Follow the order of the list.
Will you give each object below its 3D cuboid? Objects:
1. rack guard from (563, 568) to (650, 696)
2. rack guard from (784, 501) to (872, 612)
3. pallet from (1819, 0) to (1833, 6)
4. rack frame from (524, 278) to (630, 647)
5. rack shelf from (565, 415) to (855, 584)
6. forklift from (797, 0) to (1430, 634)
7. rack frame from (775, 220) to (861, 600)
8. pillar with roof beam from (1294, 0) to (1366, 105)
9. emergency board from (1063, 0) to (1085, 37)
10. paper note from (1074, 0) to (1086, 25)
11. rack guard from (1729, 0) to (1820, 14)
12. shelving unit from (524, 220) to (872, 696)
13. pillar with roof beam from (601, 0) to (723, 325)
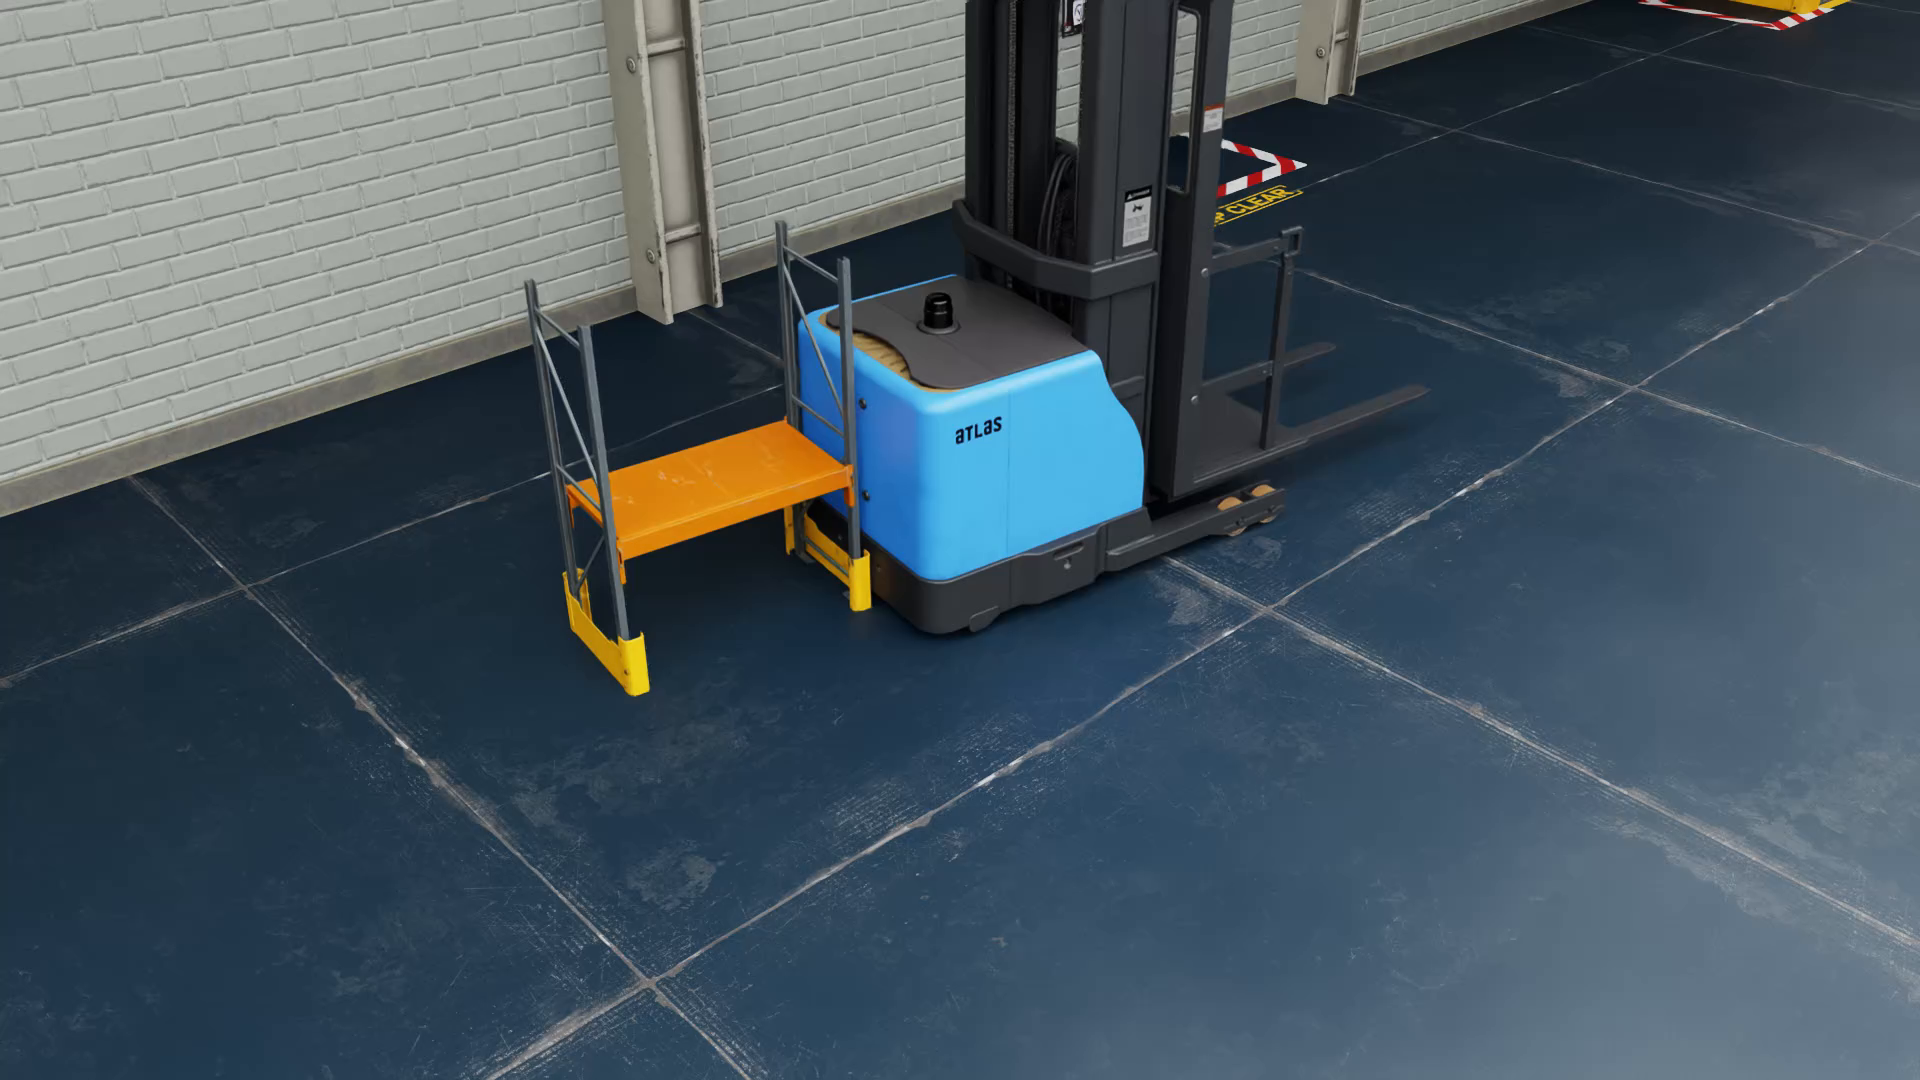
[{"bbox_3d":[-1.372,0.351,6.436,0.087,0.250,0.587,-20,37,-29],"label":"rack guard"},{"bbox_3d":[-0.555,0.054,6.923,0.087,0.250,0.587,-20,37,-29],"label":"rack guard"},{"bbox_3d":[7.963,-5.388,15.858,1.213,0.211,1.003,-26,40,-35],"label":"pallet"},{"bbox_3d":[-1.388,-0.176,6.101,0.032,1.500,0.500,-20,37,-29],"label":"rack frame"},{"bbox_3d":[-0.971,-0.175,6.443,1.000,0.185,0.538,-20,37,-29],"label":"rack shelf"},{"bbox_3d":[0.832,-1.475,6.852,3.031,2.935,1.130,-20,37,-29],"label":"forklift"},{"bbox_3d":[-0.554,-0.480,6.597,0.032,1.500,0.500,-20,37,-29],"label":"rack frame"},{"bbox_3d":[5.740,-5.639,7.846,0.400,9.000,9.100,-26,40,-35],"label":"pillar with roof beam"},{"bbox_3d":[0.974,-3.865,10.695,0.643,1.169,0.194,-26,40,-35],"label":"emergency board"},{"bbox_3d":[0.798,-3.452,10.865,0.142,0.148,0.016,-26,40,-35],"label":"paper note"},{"bbox_3d":[7.343,-5.236,15.334,0.348,0.500,1.175,-26,40,-35],"label":"rack guard"},{"bbox_3d":[-0.964,-0.331,6.354,1.083,1.500,0.587,-20,37,-29],"label":"shelving unit"},{"bbox_3d":[1.340,-3.511,4.366,0.400,9.000,9.100,-26,40,-35],"label":"pillar with roof beam"}]
